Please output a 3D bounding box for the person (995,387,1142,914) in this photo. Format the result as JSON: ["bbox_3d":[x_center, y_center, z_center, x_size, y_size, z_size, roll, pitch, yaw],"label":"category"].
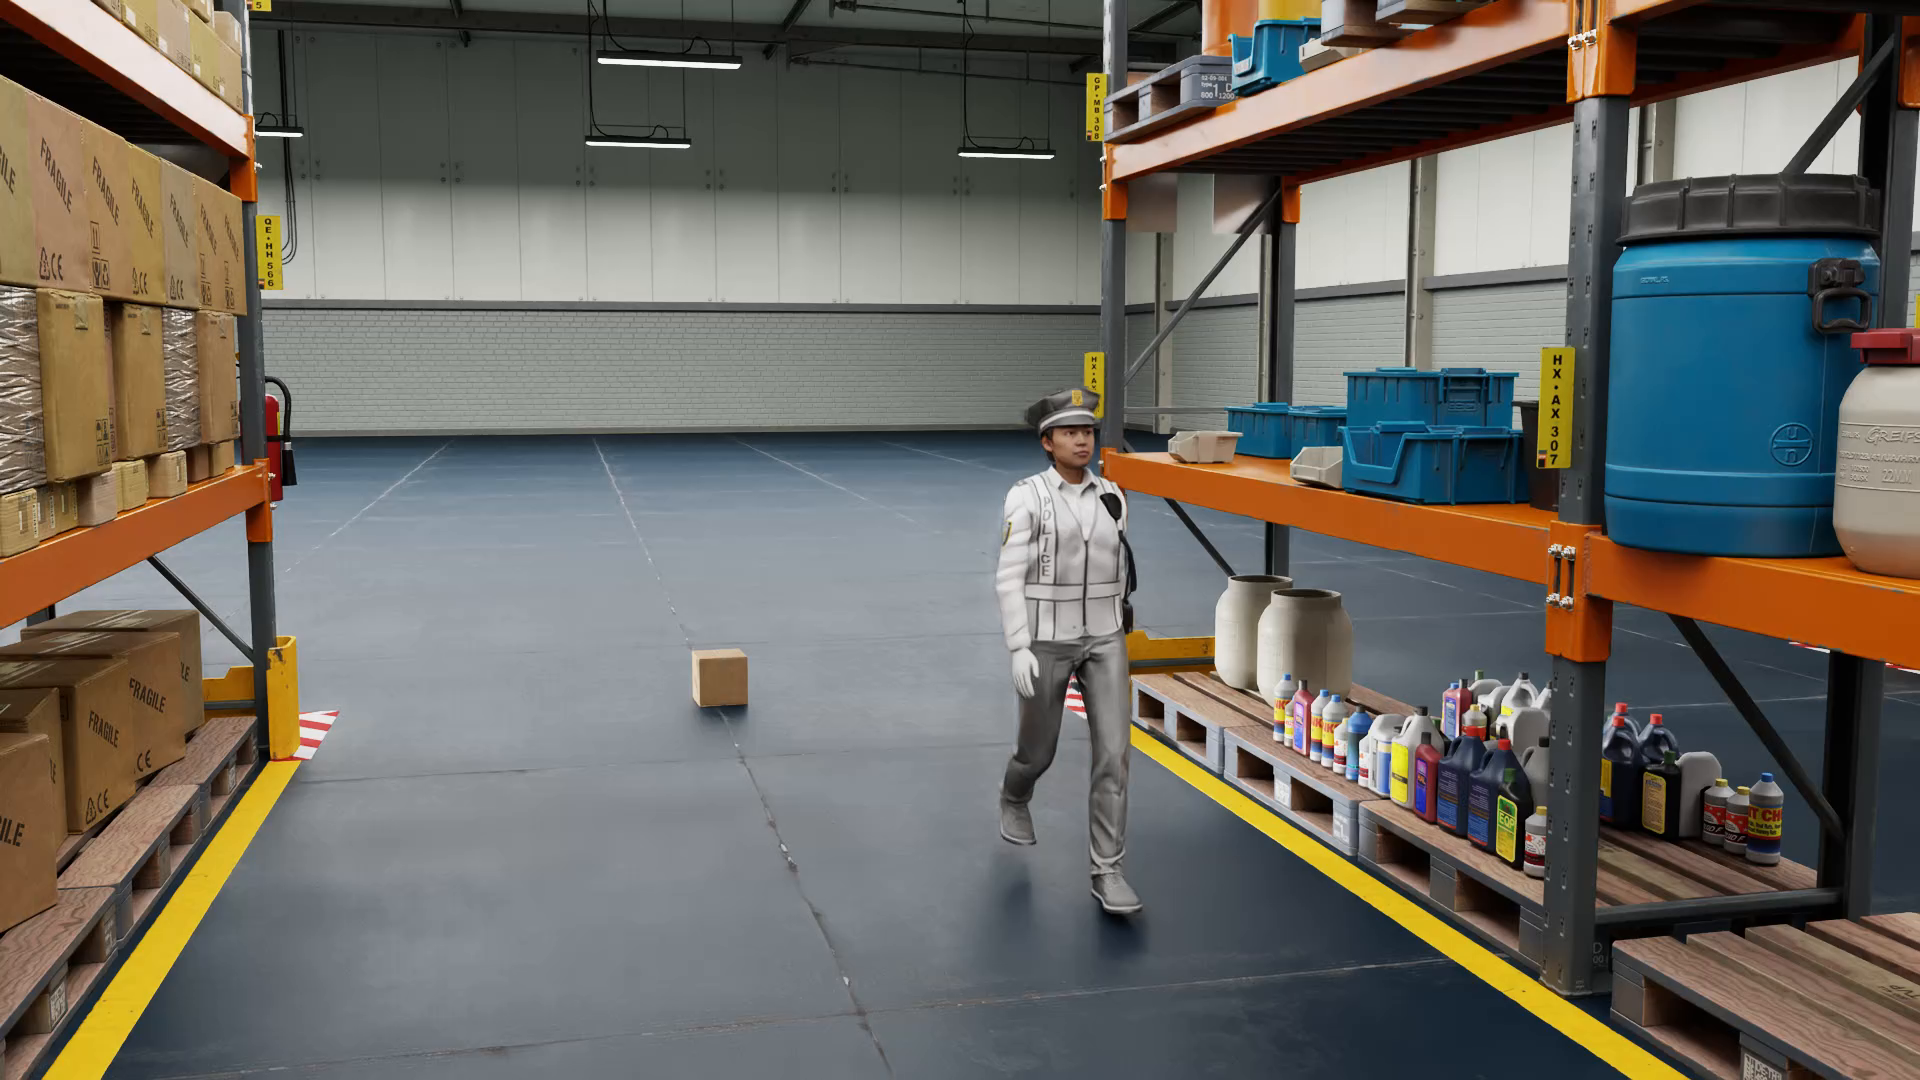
[{"bbox_3d":[0.343,0.321,5.511,0.484,1.652,0.884,-2,6,-15],"label":"person"}]
